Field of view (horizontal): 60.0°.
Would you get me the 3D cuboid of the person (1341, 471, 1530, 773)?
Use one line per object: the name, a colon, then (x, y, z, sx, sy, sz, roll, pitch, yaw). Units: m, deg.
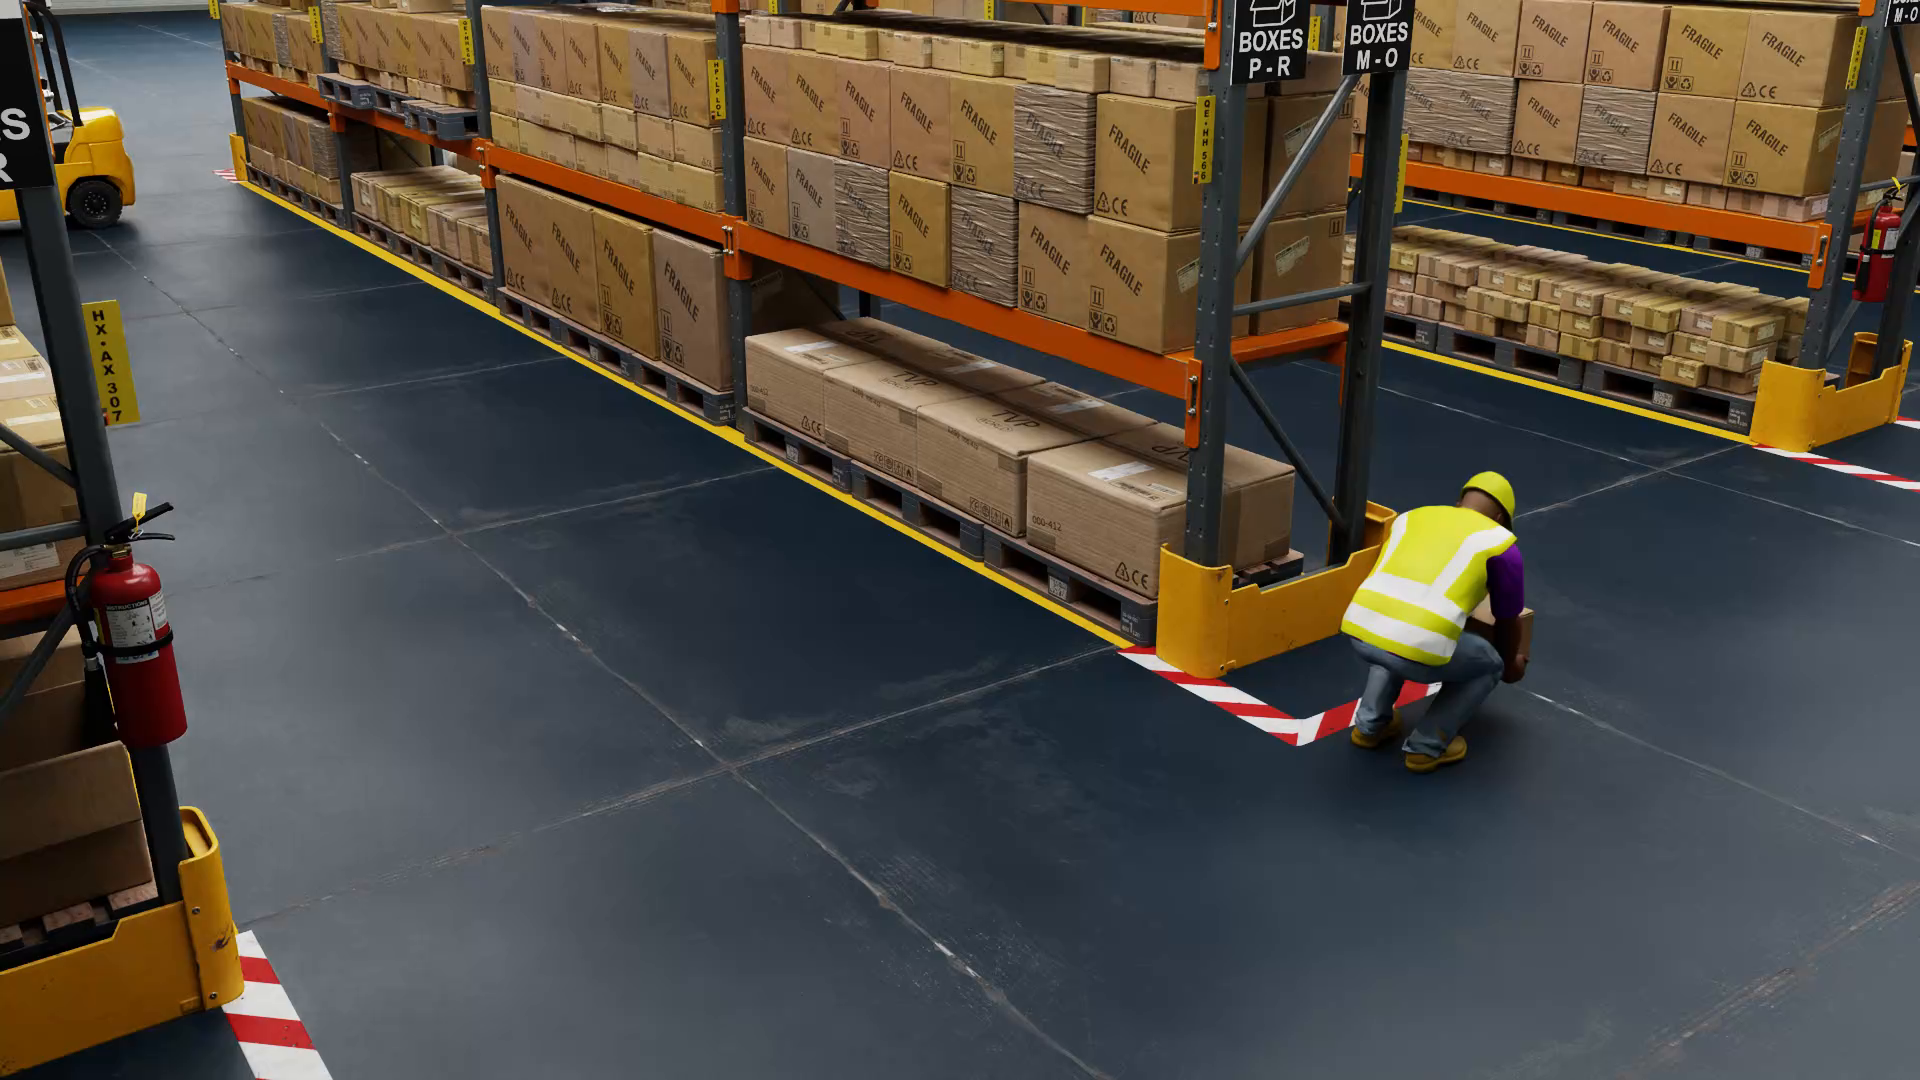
person: (1.816, 0.294, 6.349, 0.922, 1.010, 0.537, -18, 28, -39)
